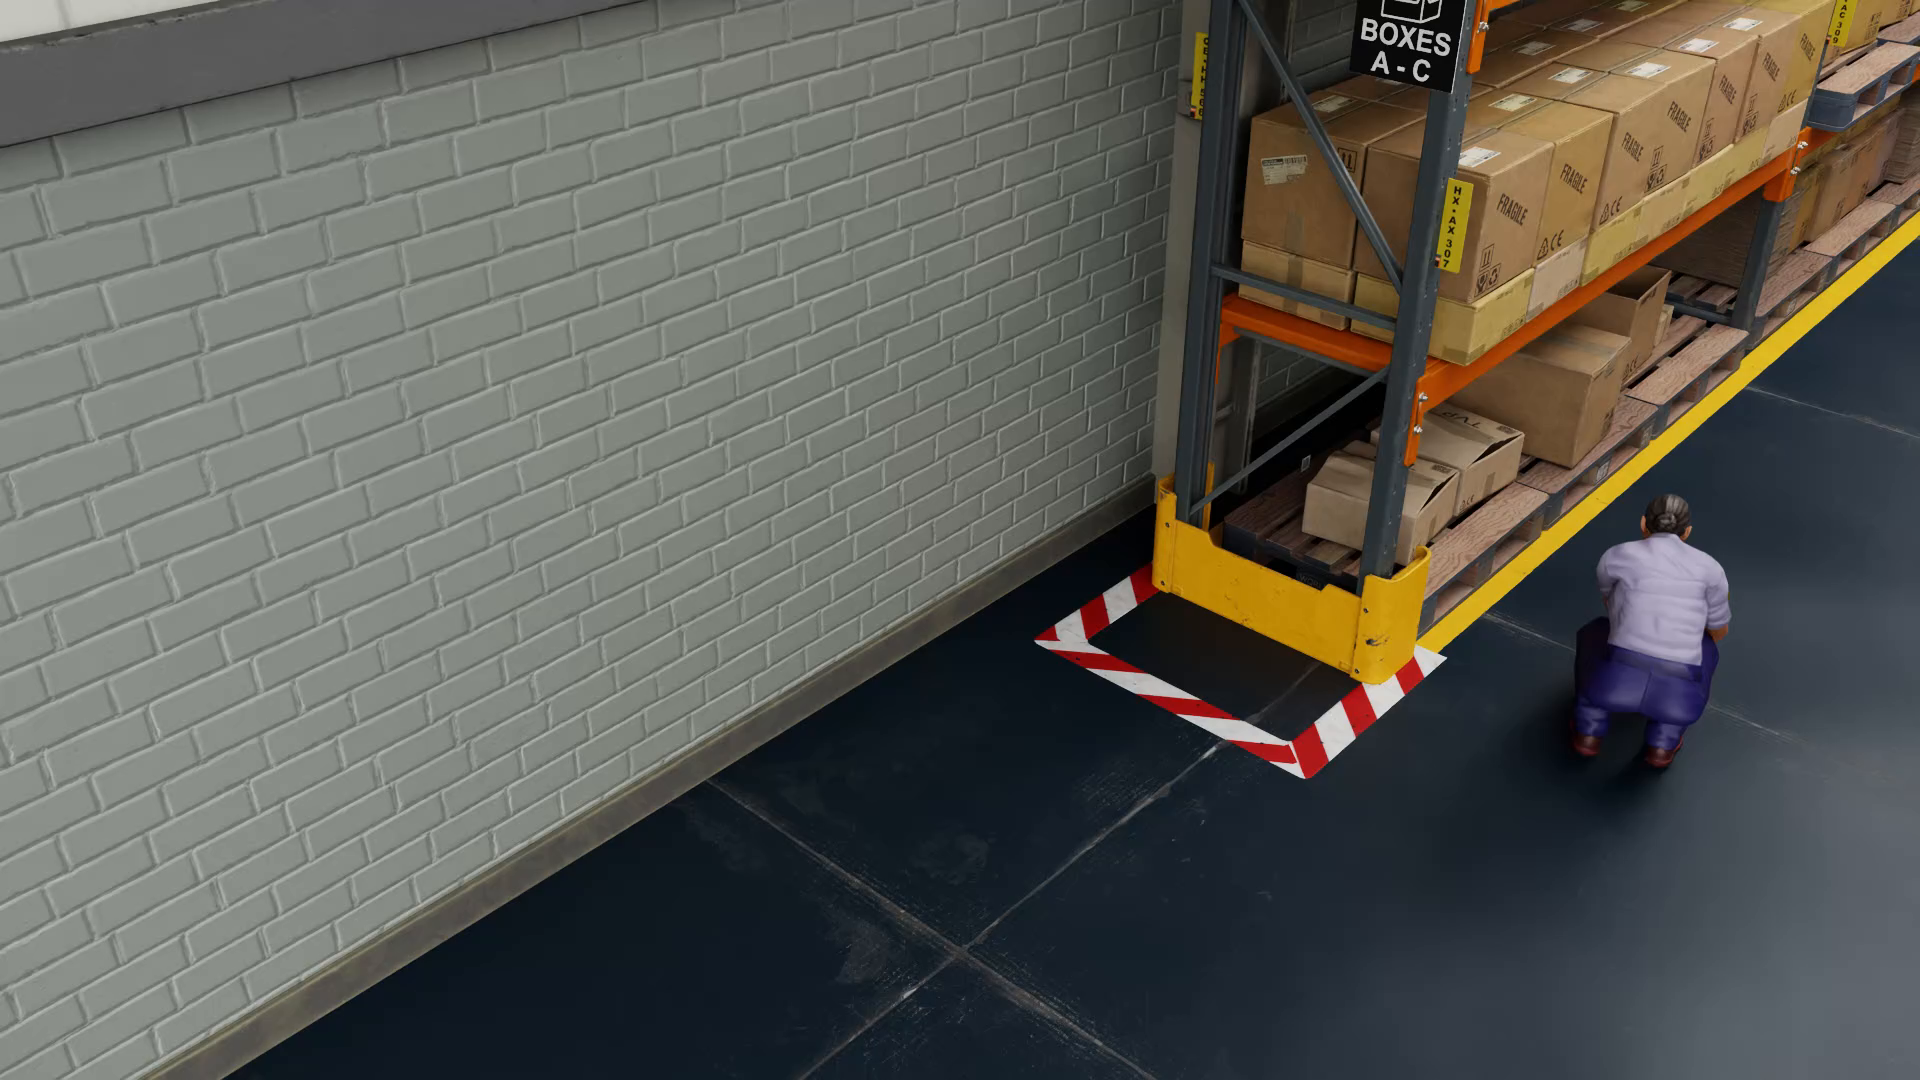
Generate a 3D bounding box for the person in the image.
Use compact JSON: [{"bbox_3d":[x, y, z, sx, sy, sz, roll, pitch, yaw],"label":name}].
[{"bbox_3d":[2.630,0.338,6.314,0.524,0.916,0.874,14,34,22],"label":"person"}]
